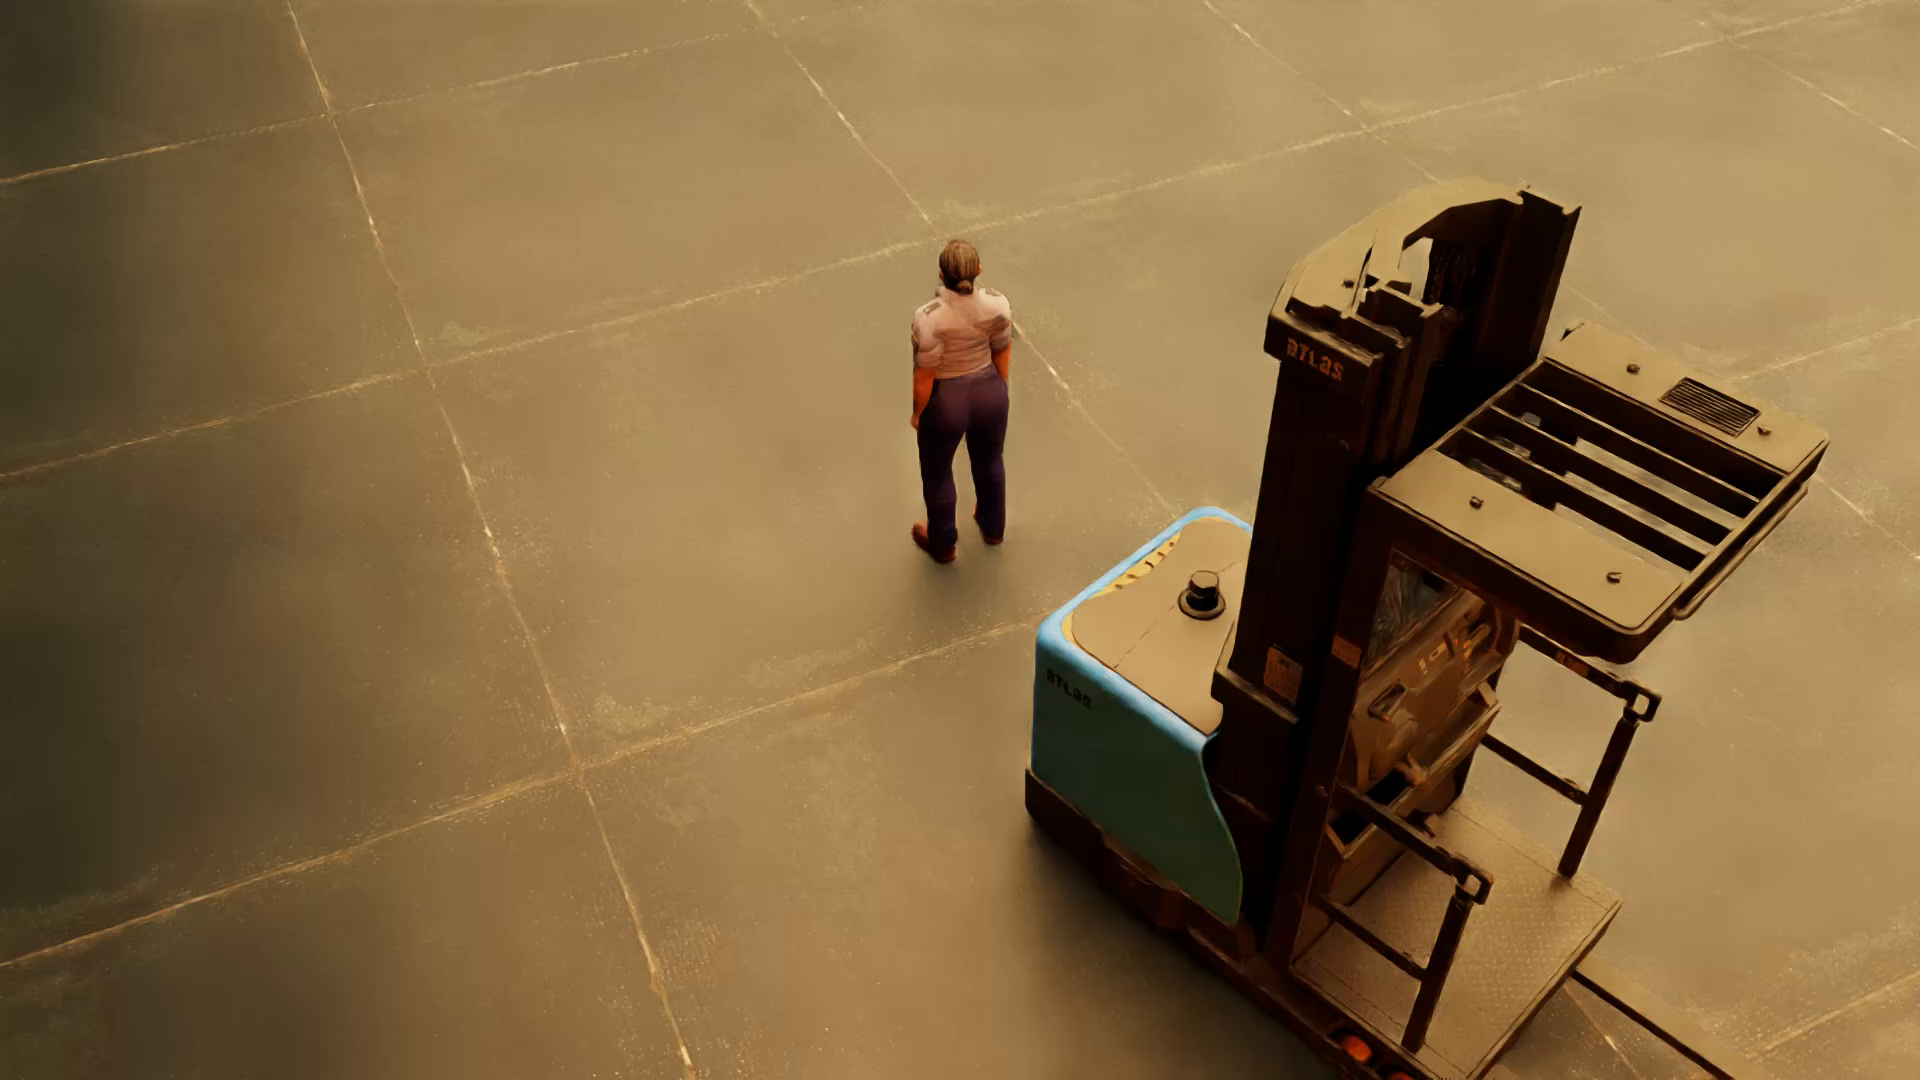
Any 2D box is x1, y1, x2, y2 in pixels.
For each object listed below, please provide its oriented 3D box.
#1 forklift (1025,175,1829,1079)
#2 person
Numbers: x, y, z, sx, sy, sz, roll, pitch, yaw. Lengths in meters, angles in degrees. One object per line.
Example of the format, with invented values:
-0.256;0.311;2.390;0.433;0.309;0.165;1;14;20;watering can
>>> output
1.654;0.502;5.142;1.130;2.935;3.031;-34;53;-31;forklift
0.001;-0.606;7.286;0.480;1.635;0.349;-18;46;-18;person
